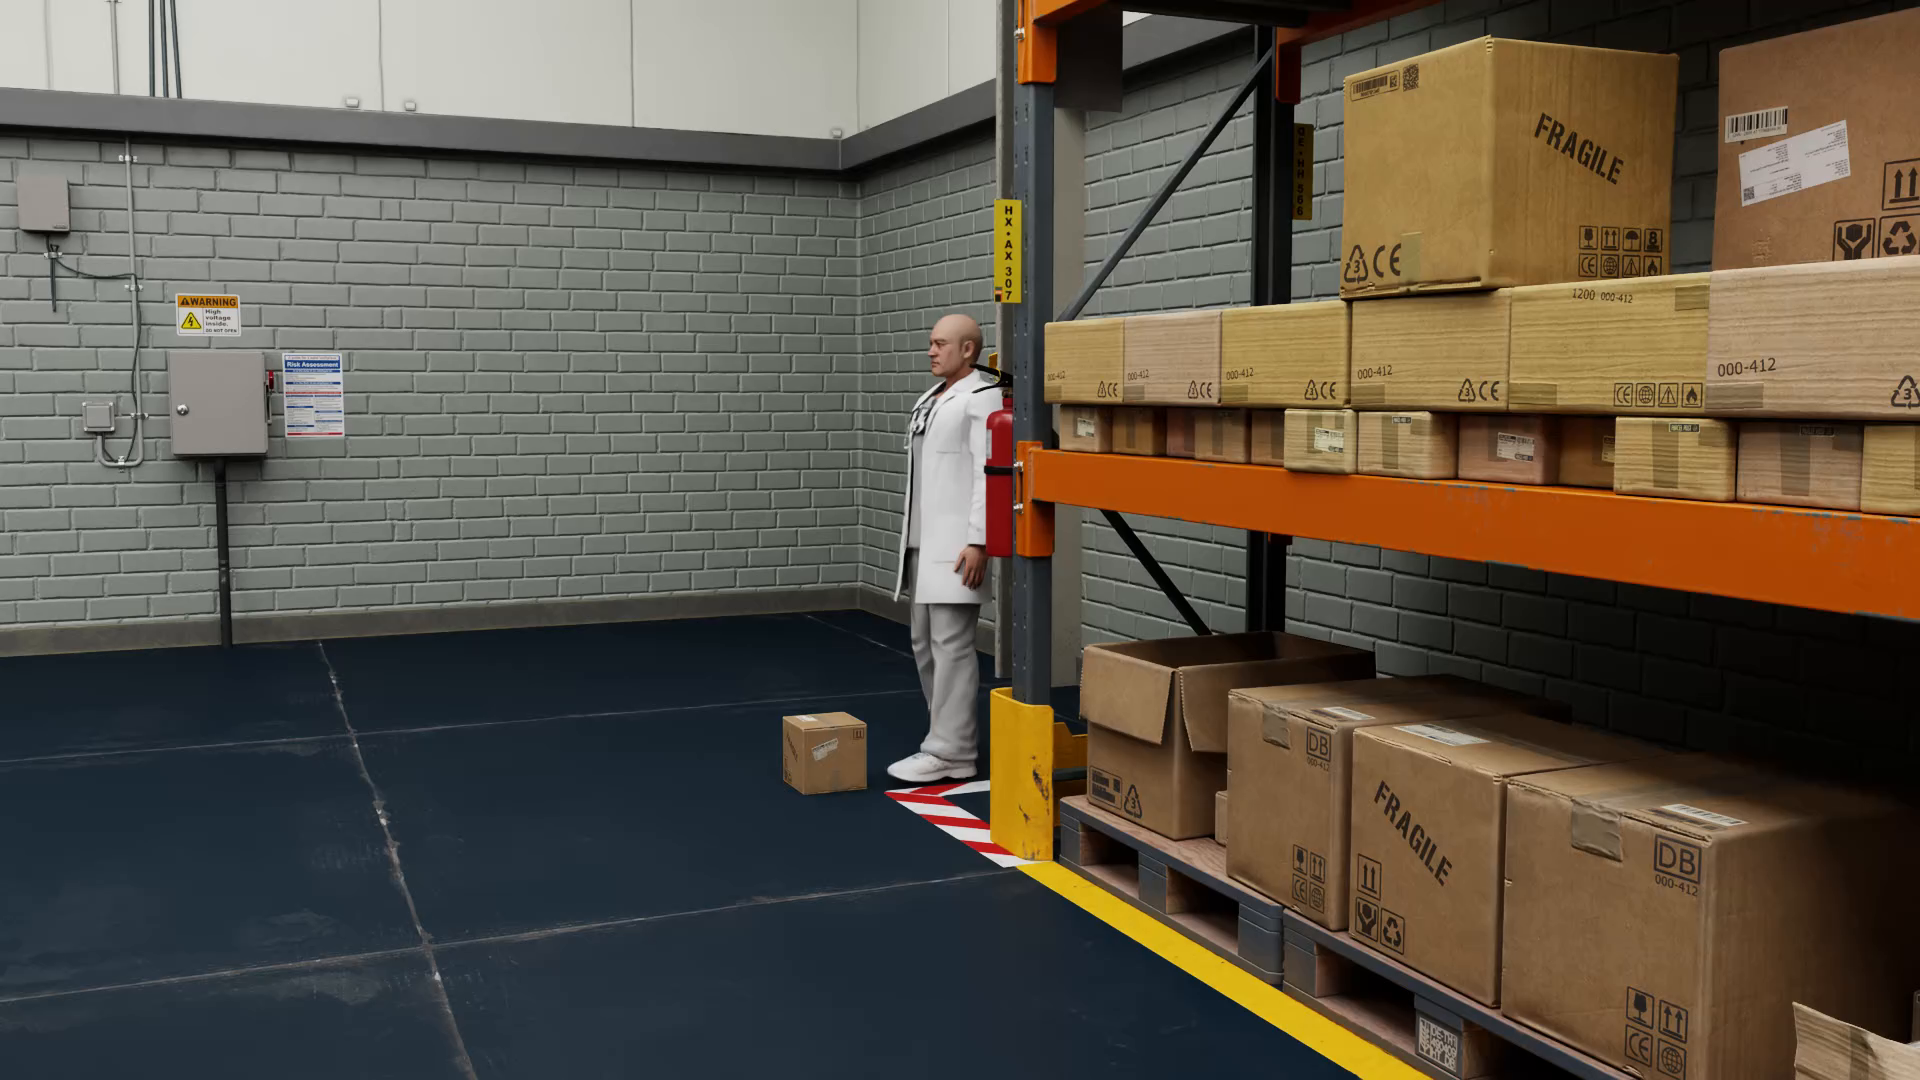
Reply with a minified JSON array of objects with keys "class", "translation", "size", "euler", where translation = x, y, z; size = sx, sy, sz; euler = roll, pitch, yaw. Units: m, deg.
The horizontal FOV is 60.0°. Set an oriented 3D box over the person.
[{"class":"person","translation":[-0.074,0.035,6.444],"size":[0.569,1.810,0.601],"euler":[-3,6,-28]}]
